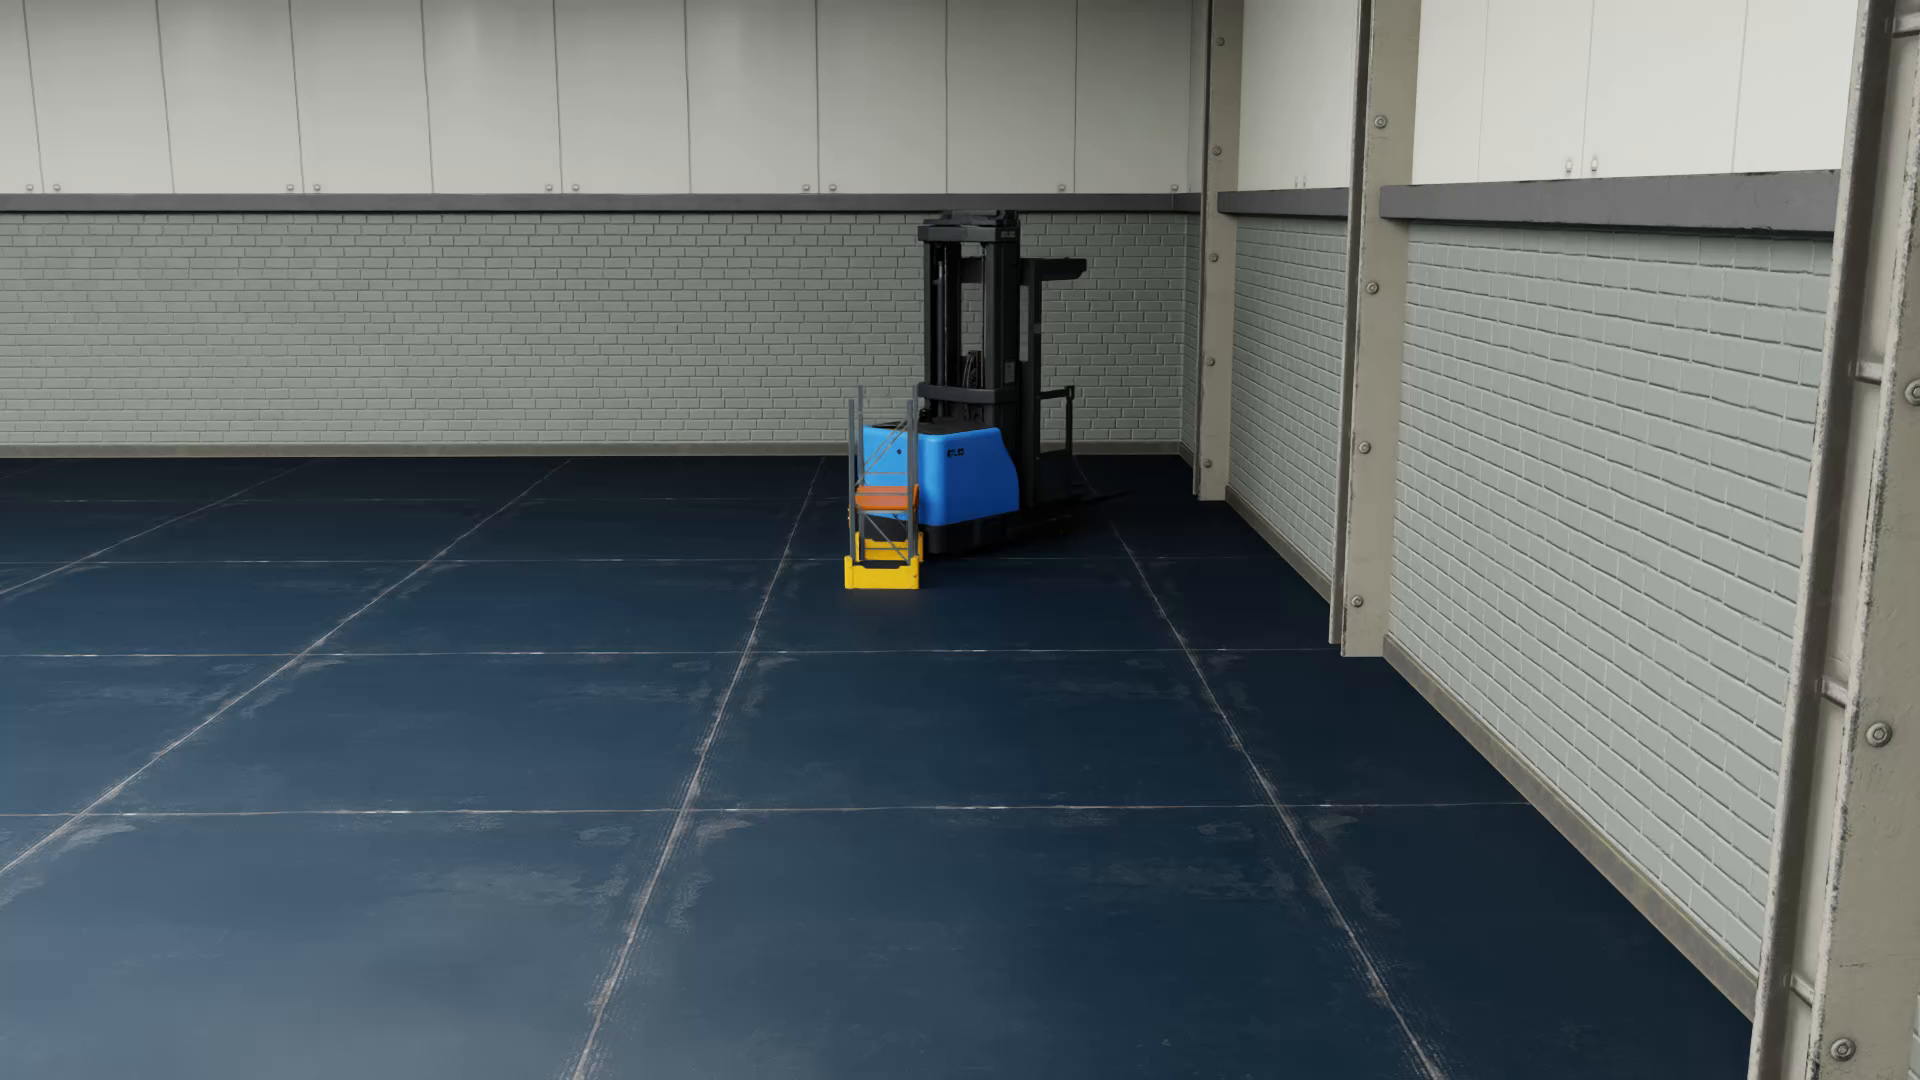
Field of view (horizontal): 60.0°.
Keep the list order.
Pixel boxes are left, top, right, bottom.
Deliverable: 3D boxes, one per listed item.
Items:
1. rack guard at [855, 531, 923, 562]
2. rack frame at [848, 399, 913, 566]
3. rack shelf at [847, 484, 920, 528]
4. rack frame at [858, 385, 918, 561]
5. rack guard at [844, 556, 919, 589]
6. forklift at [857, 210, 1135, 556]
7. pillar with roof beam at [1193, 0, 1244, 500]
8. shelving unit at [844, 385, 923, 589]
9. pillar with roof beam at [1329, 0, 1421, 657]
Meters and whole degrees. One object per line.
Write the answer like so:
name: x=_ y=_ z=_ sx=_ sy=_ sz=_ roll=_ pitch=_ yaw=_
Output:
rack guard: x=-0.606 y=0.057 z=14.149 sx=0.587 sy=0.250 sz=0.087 roll=0 pitch=11 yaw=1
rack frame: x=-0.618 y=-0.357 z=13.048 sx=0.500 sy=1.500 sz=0.032 roll=0 pitch=11 yaw=1
rack shelf: x=-0.612 y=-0.282 z=13.582 sx=0.538 sy=0.185 sz=1.000 roll=0 pitch=11 yaw=1
rack frame: x=-0.605 y=-0.559 z=14.044 sx=0.500 sy=1.500 sz=0.032 roll=0 pitch=11 yaw=1
rack guard: x=-0.618 y=0.255 z=13.173 sx=0.587 sy=0.250 sz=0.087 roll=0 pitch=11 yaw=1
forklift: x=0.456 y=-1.534 z=15.246 sx=1.130 sy=2.935 sz=3.031 roll=10 pitch=15 yaw=41
pillar with roof beam: x=-1.704 y=-4.840 z=16.284 sx=9.100 sy=9.000 sz=0.400 roll=0 pitch=11 yaw=-1
shelving unit: x=-0.612 y=-0.456 z=13.537 sx=0.587 sy=1.500 sz=1.083 roll=0 pitch=11 yaw=1
pillar with roof beam: x=-1.580 y=-3.647 z=10.405 sx=9.100 sy=9.000 sz=0.400 roll=0 pitch=11 yaw=-1
